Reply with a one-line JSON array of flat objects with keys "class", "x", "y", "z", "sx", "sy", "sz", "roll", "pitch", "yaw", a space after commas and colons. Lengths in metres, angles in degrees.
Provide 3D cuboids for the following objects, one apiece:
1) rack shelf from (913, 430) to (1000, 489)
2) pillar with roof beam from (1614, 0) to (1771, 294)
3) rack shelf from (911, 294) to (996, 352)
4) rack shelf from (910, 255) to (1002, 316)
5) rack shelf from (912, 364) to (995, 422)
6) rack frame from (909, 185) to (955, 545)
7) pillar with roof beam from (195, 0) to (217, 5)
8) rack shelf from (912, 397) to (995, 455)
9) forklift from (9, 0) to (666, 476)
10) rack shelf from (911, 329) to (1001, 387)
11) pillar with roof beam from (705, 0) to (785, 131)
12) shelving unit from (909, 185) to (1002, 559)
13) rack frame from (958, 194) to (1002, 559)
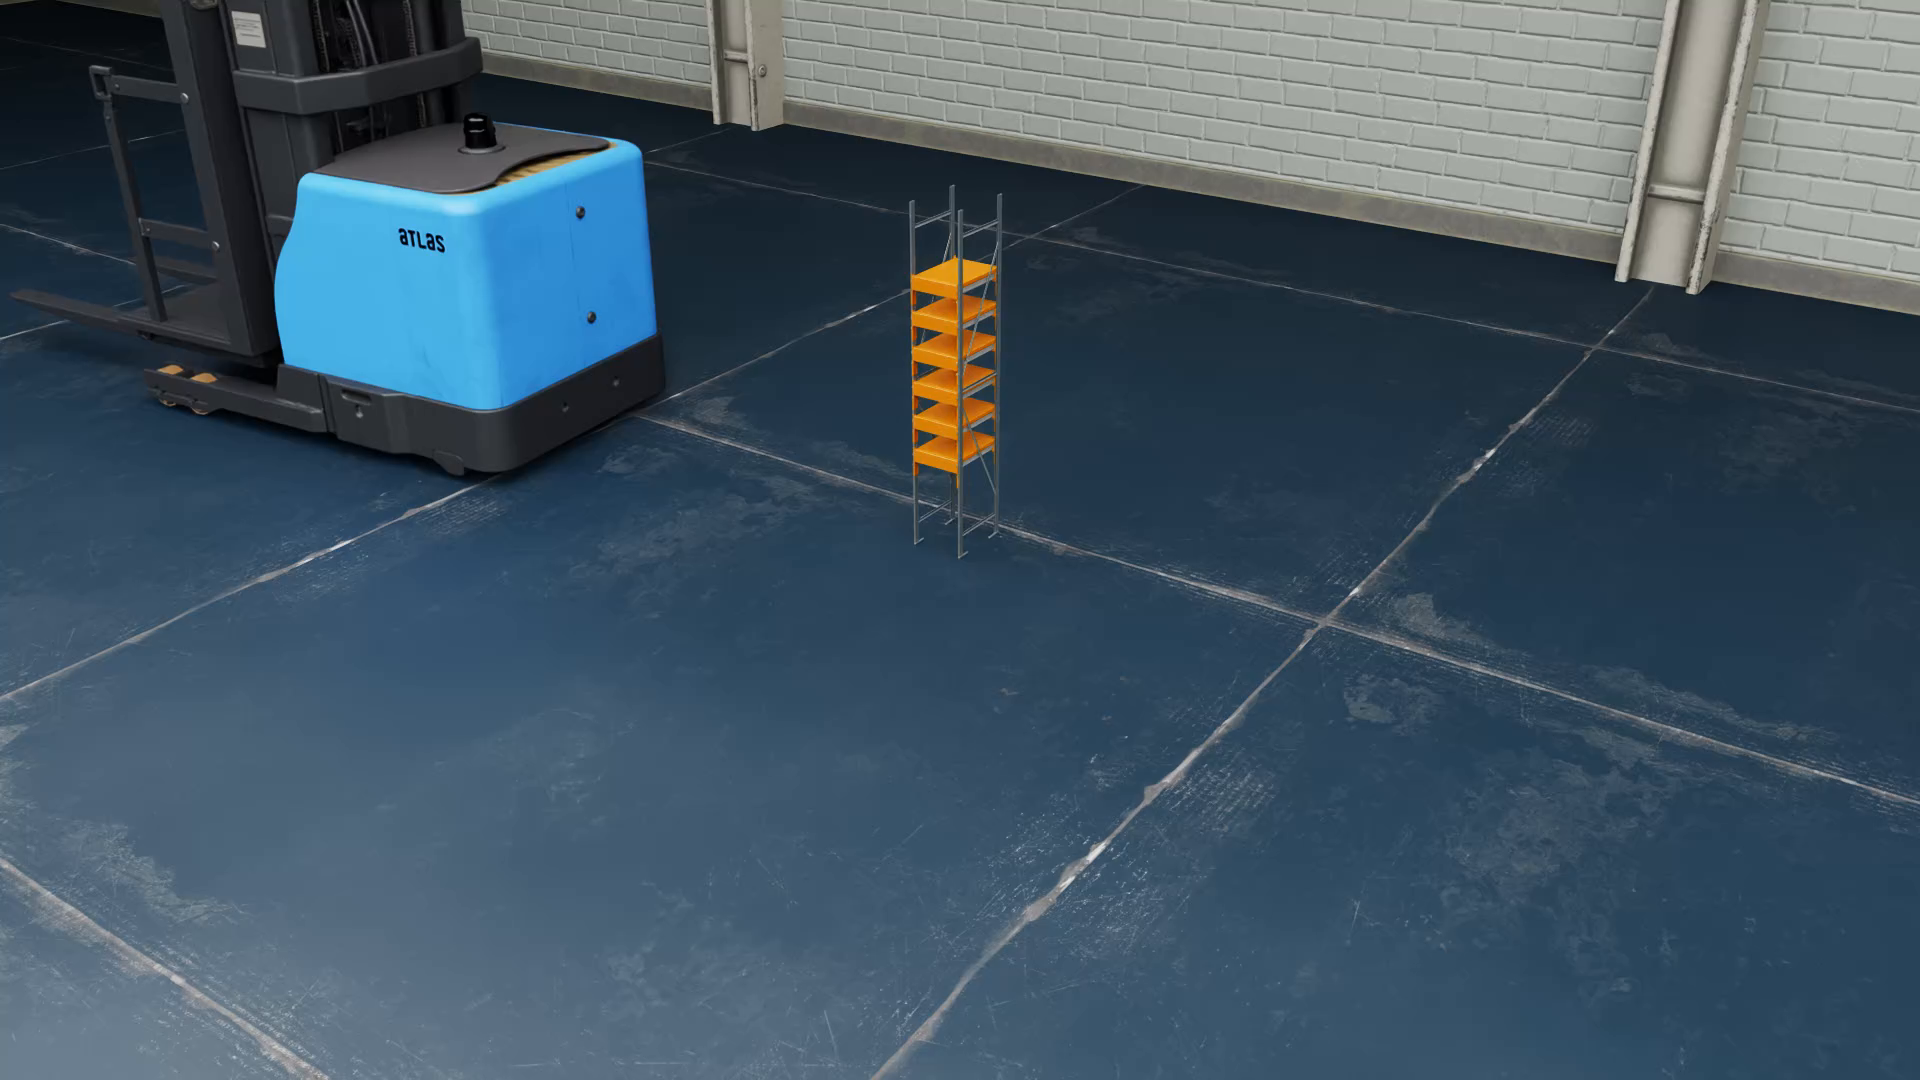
[{"class": "rack shelf", "x": -0.012, "y": -0.285, "z": 5.614, "sx": 0.180, "sy": 0.103, "sz": 0.258, "roll": 17, "pitch": 32, "yaw": 30}, {"class": "pillar with roof beam", "x": 1.077, "y": -3.704, "z": 3.106, "sx": 0.400, "sy": 9.000, "sz": 9.100, "roll": 17, "pitch": 32, "yaw": 30}, {"class": "rack shelf", "x": -0.012, "y": -0.713, "z": 5.396, "sx": 0.180, "sy": 0.103, "sz": 0.258, "roll": 17, "pitch": 32, "yaw": 30}, {"class": "rack shelf", "x": -0.012, "y": -0.820, "z": 5.342, "sx": 0.180, "sy": 0.103, "sz": 0.258, "roll": 17, "pitch": 32, "yaw": 30}, {"class": "rack shelf", "x": -0.012, "y": -0.499, "z": 5.505, "sx": 0.180, "sy": 0.103, "sz": 0.258, "roll": 17, "pitch": 32, "yaw": 30}, {"class": "rack frame", "x": -0.087, "y": -0.562, "z": 5.531, "sx": 0.006, "sy": 1.200, "sz": 0.240, "roll": 17, "pitch": 32, "yaw": 30}, {"class": "pillar with roof beam", "x": -8.815, "y": -6.785, "z": 9.161, "sx": 0.400, "sy": 9.000, "sz": 9.100, "roll": 17, "pitch": 32, "yaw": 30}, {"class": "rack shelf", "x": -0.012, "y": -0.392, "z": 5.560, "sx": 0.180, "sy": 0.103, "sz": 0.258, "roll": 17, "pitch": 32, "yaw": 30}, {"class": "forklift", "x": -2.751, "y": -2.007, "z": 6.463, "sx": 3.031, "sy": 2.935, "sz": 1.130, "roll": 14, "pitch": 30, "yaw": 25}, {"class": "rack shelf", "x": -0.012, "y": -0.606, "z": 5.451, "sx": 0.180, "sy": 0.103, "sz": 0.258, "roll": 17, "pitch": 32, "yaw": 30}, {"class": "pillar with roof beam", "x": -3.869, "y": -5.245, "z": 6.134, "sx": 0.400, "sy": 9.000, "sz": 9.100, "roll": 17, "pitch": 32, "yaw": 30}, {"class": "shelving unit", "x": -0.012, "y": -0.538, "z": 5.485, "sx": 0.189, "sy": 1.200, "sz": 0.258, "roll": 17, "pitch": 32, "yaw": 30}, {"class": "rack frame", "x": 0.063, "y": -0.515, "z": 5.439, "sx": 0.006, "sy": 1.200, "sz": 0.240, "roll": 17, "pitch": 32, "yaw": 30}]
